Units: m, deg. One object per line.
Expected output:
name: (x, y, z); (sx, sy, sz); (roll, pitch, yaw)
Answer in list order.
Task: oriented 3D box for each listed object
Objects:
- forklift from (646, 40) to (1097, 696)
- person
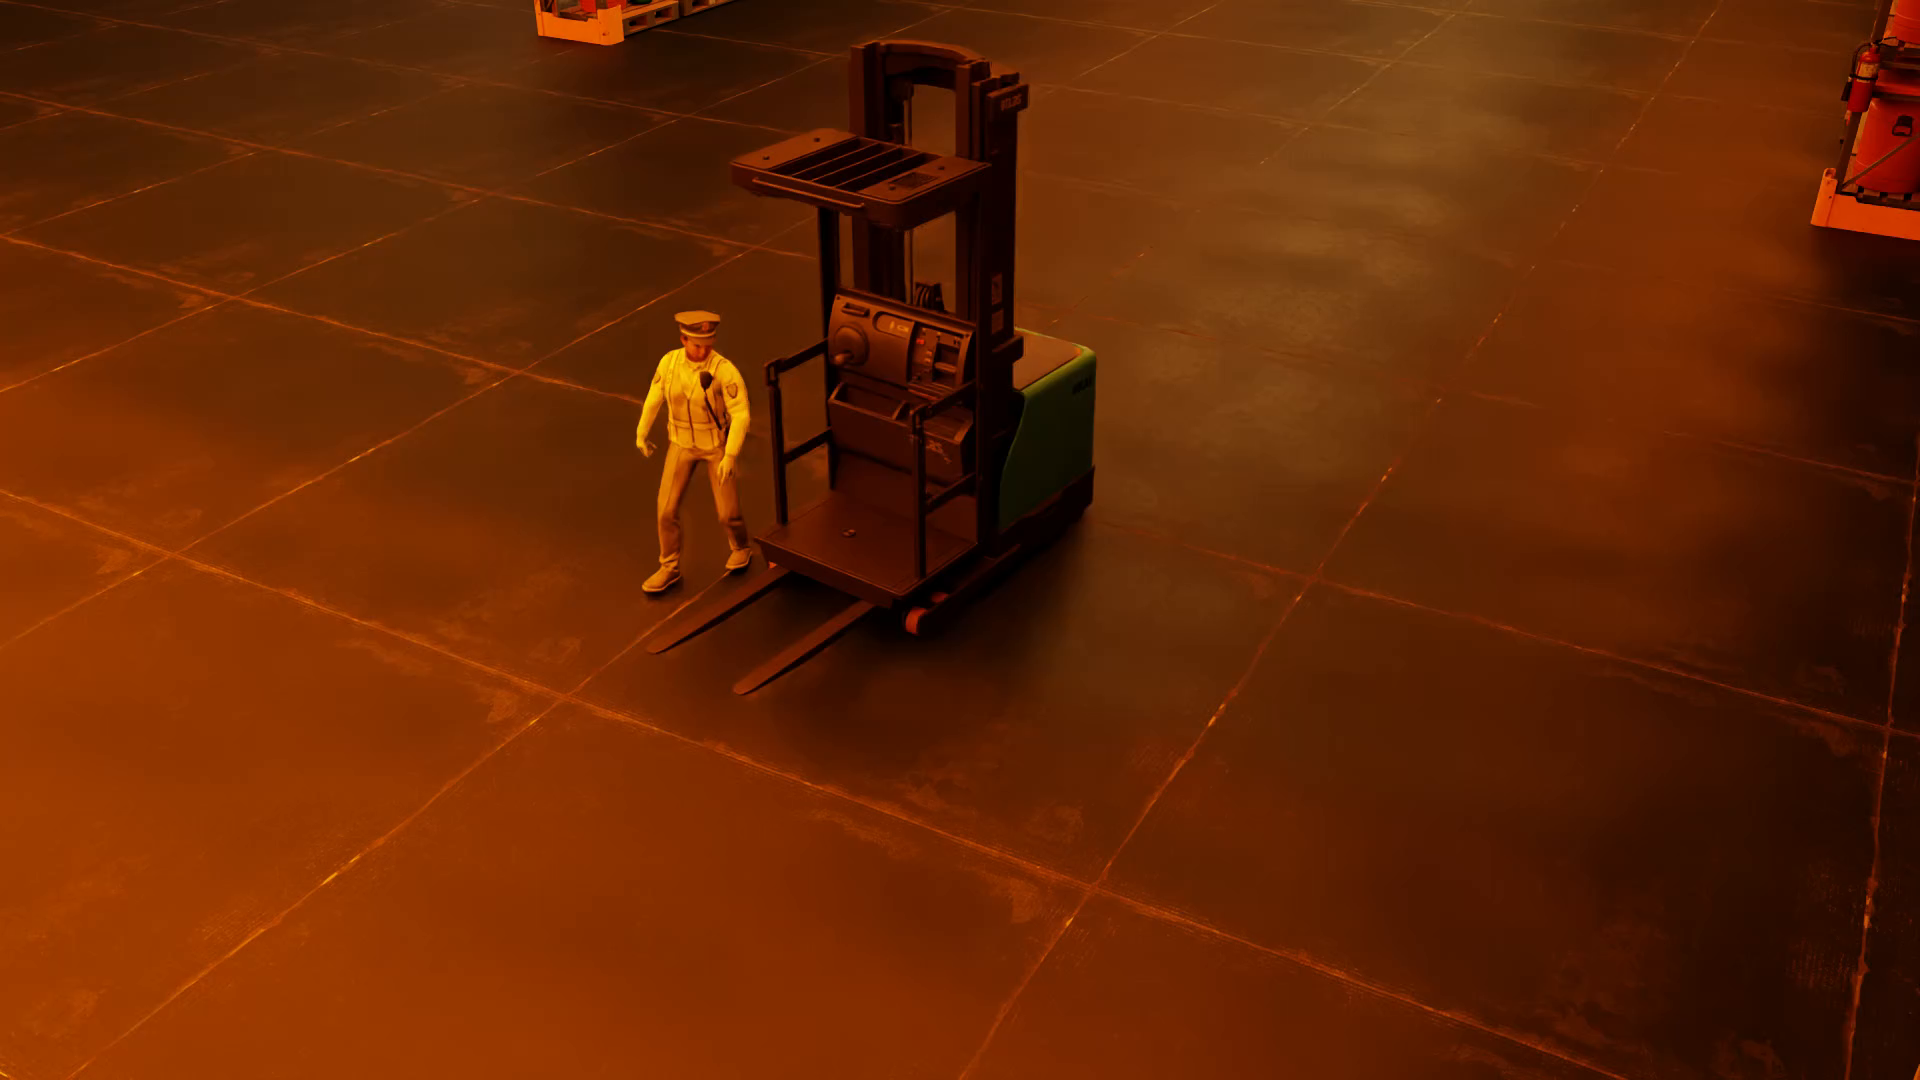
forklift: (-0.454, -1.016, 8.832); (1.130, 2.935, 3.031); (20, 36, 31)
person: (-1.506, -0.487, 9.254); (0.722, 1.586, 0.615); (5, 30, 9)
